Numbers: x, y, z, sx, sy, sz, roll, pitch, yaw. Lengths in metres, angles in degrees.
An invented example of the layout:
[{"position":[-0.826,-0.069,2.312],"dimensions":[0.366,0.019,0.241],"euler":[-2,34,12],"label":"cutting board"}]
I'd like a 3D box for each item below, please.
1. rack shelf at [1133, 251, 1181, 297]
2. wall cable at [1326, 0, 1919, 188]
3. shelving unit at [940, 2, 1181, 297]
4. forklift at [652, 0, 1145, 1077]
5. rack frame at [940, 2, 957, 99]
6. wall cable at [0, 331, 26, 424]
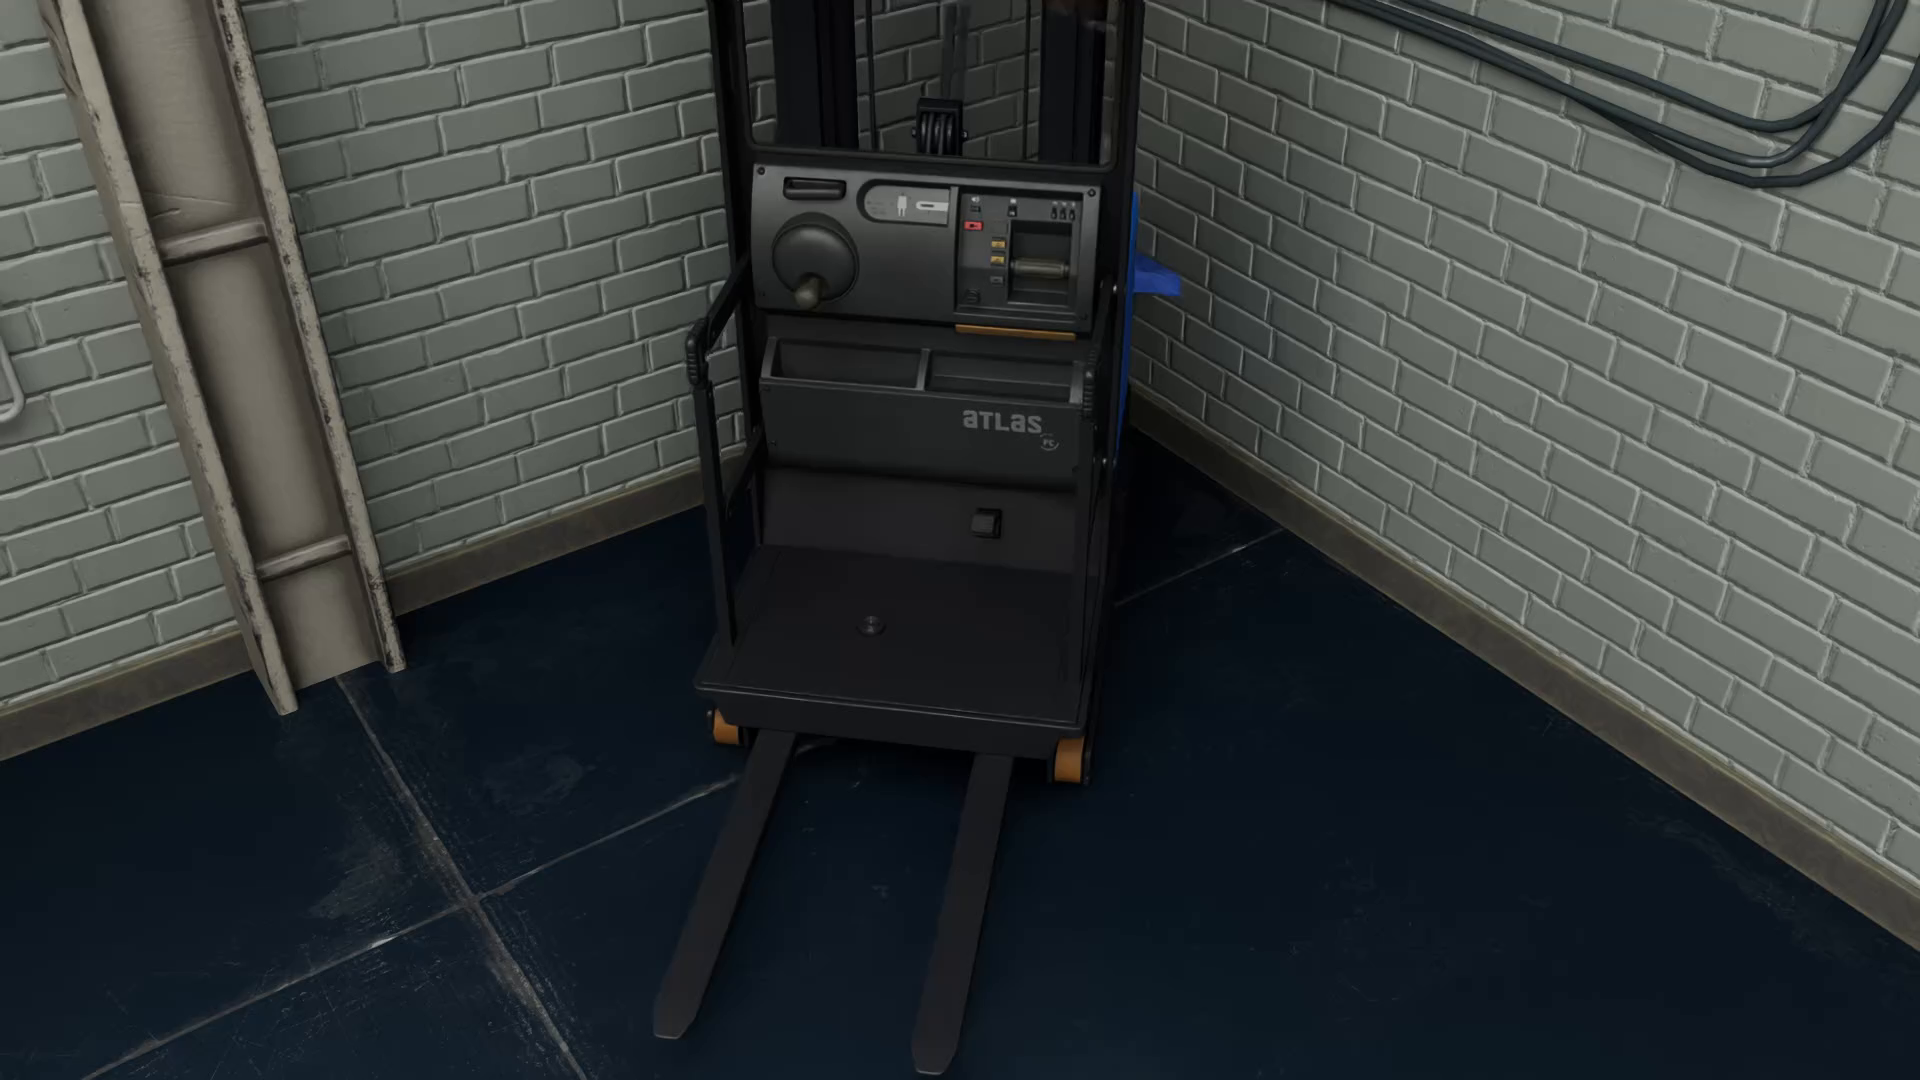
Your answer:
[{"position":[0.432,-1.041,6.131],"dimensions":[1.000,0.185,0.538],"euler":[7,33,3],"label":"rack shelf"},{"position":[1.145,-2.413,4.057],"dimensions":[0.112,2.526,3.097],"euler":[-22,41,-28],"label":"wall cable"},{"position":[0.446,-1.191,6.033],"dimensions":[1.048,1.500,0.538],"euler":[7,33,3],"label":"shelving unit"},{"position":[-0.129,-0.718,4.238],"dimensions":[1.130,2.935,3.031],"euler":[5,36,7],"label":"forklift"},{"position":[-0.058,-1.253,6.059],"dimensions":[0.032,1.500,0.500],"euler":[7,33,3],"label":"rack frame"},{"position":[-3.182,-0.800,3.424],"dimensions":[1.851,1.984,0.084],"euler":[-22,41,-28],"label":"wall cable"}]
